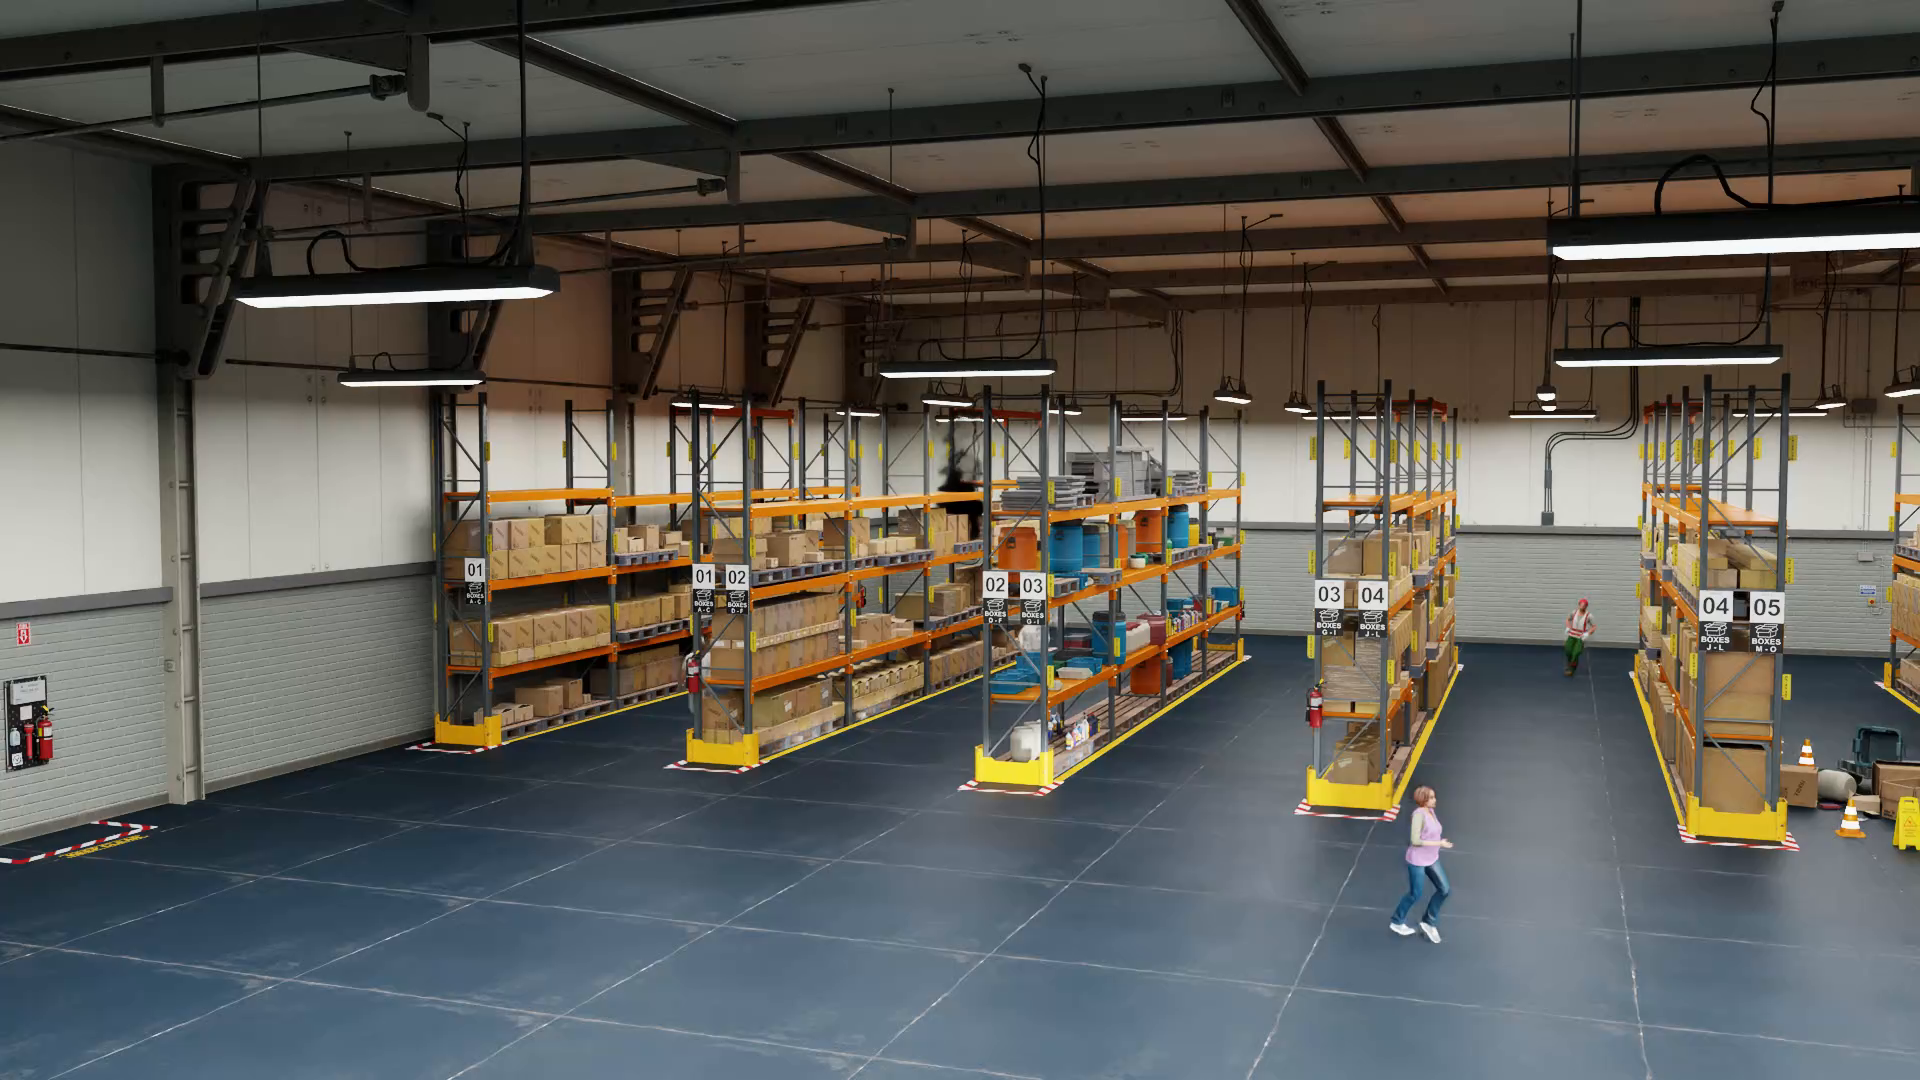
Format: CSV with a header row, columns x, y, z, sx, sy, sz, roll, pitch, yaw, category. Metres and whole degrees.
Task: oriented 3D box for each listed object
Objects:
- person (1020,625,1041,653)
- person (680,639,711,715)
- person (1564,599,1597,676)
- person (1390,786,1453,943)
x,y,z,sx,sy,sz,roll,pitch,yaw,category
1.515,2.295,34.547,0.611,1.681,0.940,0,3,9,person
-4.557,2.585,29.133,0.701,1.748,0.831,0,3,9,person
13.829,2.175,37.098,0.730,1.729,0.575,2,4,36,person
4.733,3.309,16.954,0.490,1.625,0.711,-3,4,-44,person
